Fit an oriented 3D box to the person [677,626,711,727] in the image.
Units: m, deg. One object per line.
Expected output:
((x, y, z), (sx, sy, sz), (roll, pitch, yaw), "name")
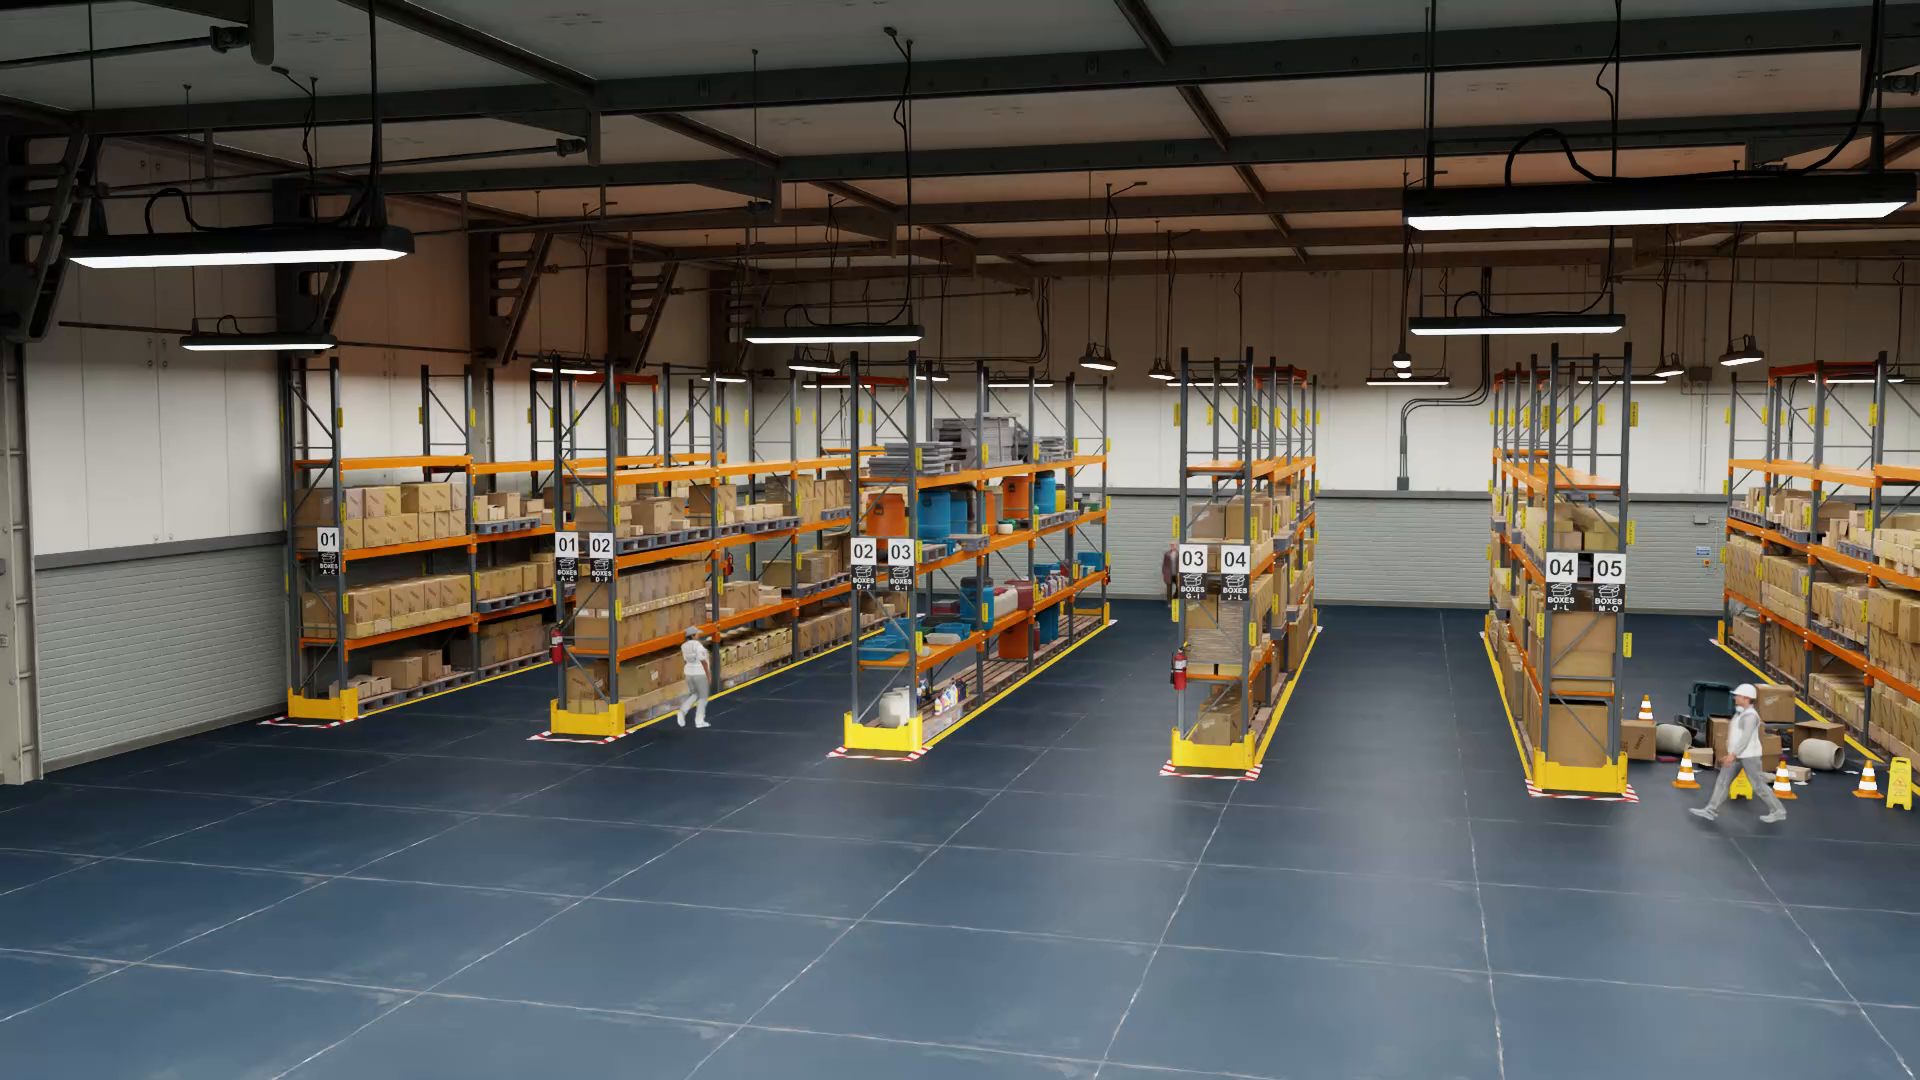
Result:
((-4.240, 2.203, 26.744), (0.502, 1.650, 0.510), (4, 6, 41), "person")

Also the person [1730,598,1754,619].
((18.067, 1.293, 38.343), (0.708, 1.764, 0.572), (1, 4, 14), "person")

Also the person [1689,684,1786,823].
((9.616, 2.633, 20.461), (1.057, 1.726, 0.524), (0, 4, 0), "person")

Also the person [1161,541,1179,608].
((5.623, 1.011, 43.791), (0.600, 1.587, 0.500), (-1, 4, -9), "person")
